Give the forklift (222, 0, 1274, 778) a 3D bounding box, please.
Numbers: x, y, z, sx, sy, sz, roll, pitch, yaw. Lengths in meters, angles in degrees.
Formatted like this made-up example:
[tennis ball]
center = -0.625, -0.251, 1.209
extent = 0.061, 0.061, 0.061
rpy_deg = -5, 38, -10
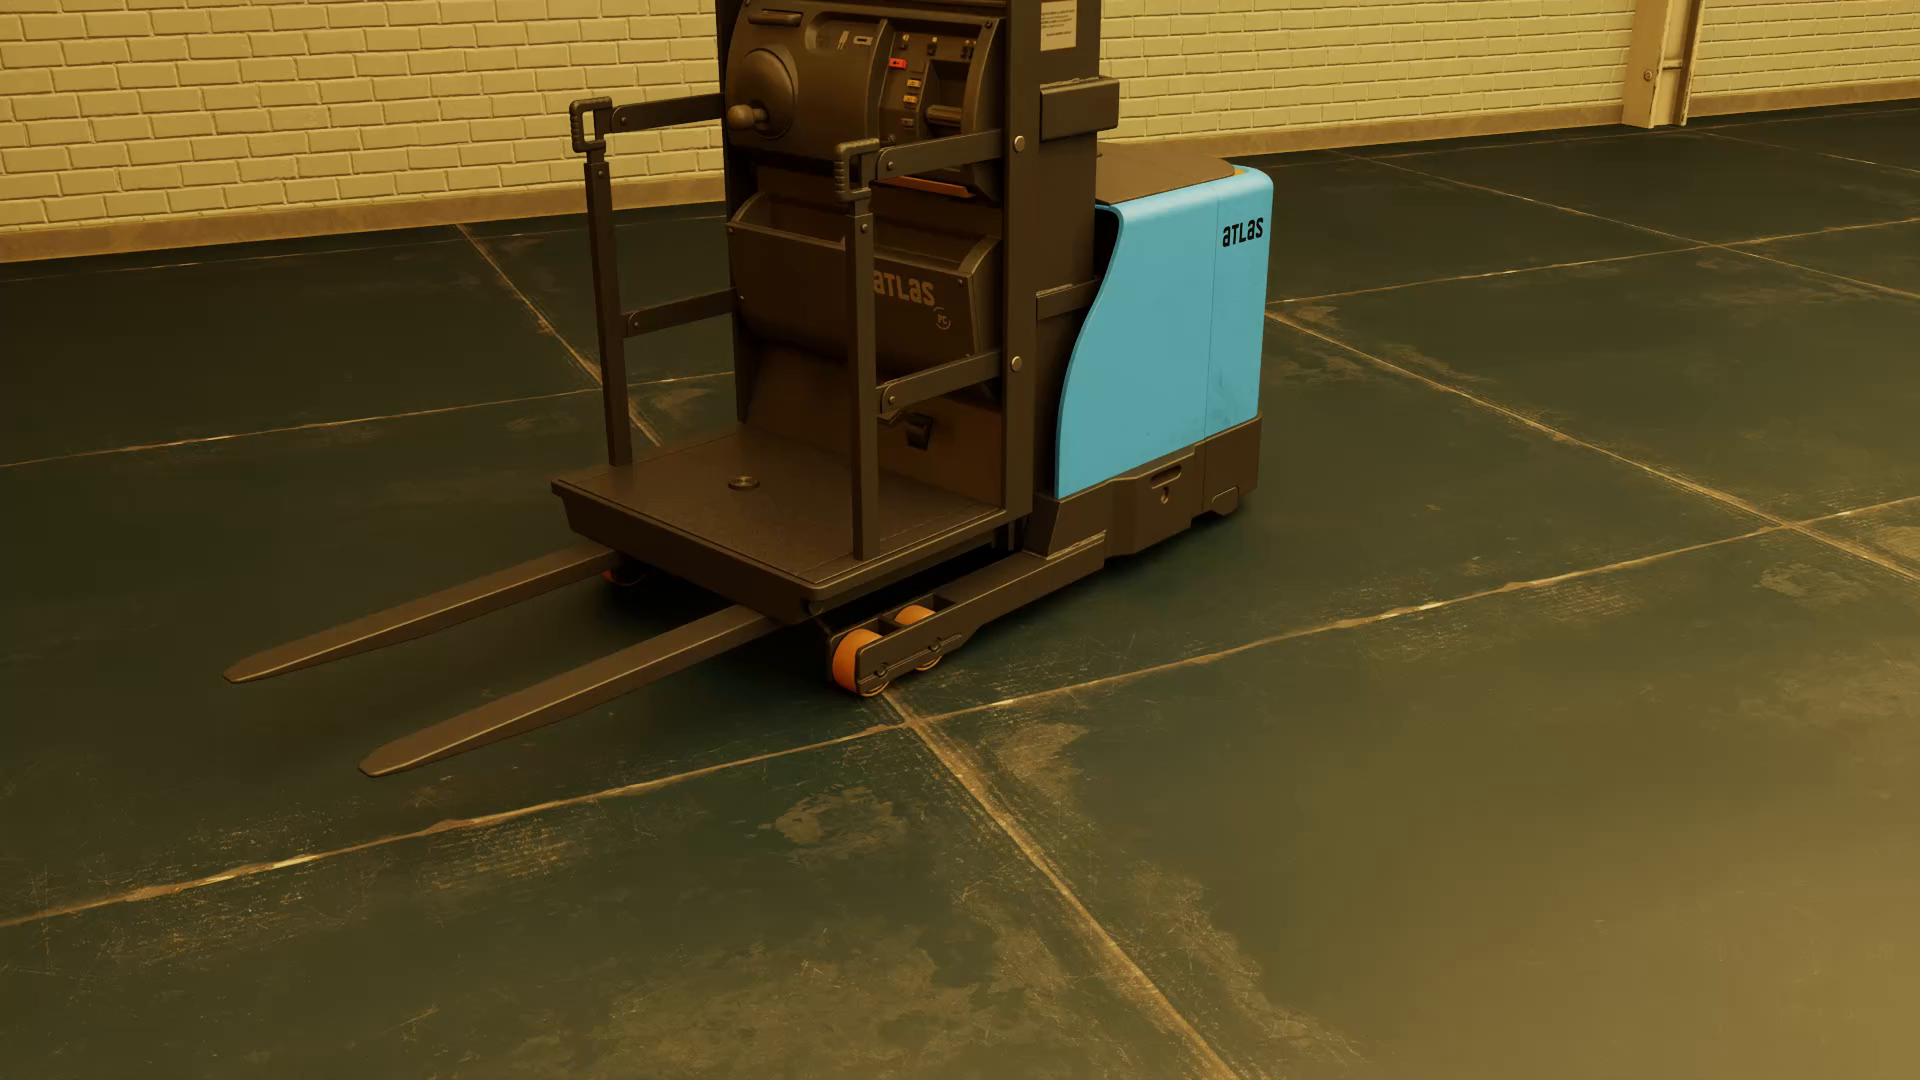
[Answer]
[forklift]
center = -0.413, -1.182, 4.131
extent = 1.130, 2.935, 3.031
rpy_deg = 19, 29, 39
